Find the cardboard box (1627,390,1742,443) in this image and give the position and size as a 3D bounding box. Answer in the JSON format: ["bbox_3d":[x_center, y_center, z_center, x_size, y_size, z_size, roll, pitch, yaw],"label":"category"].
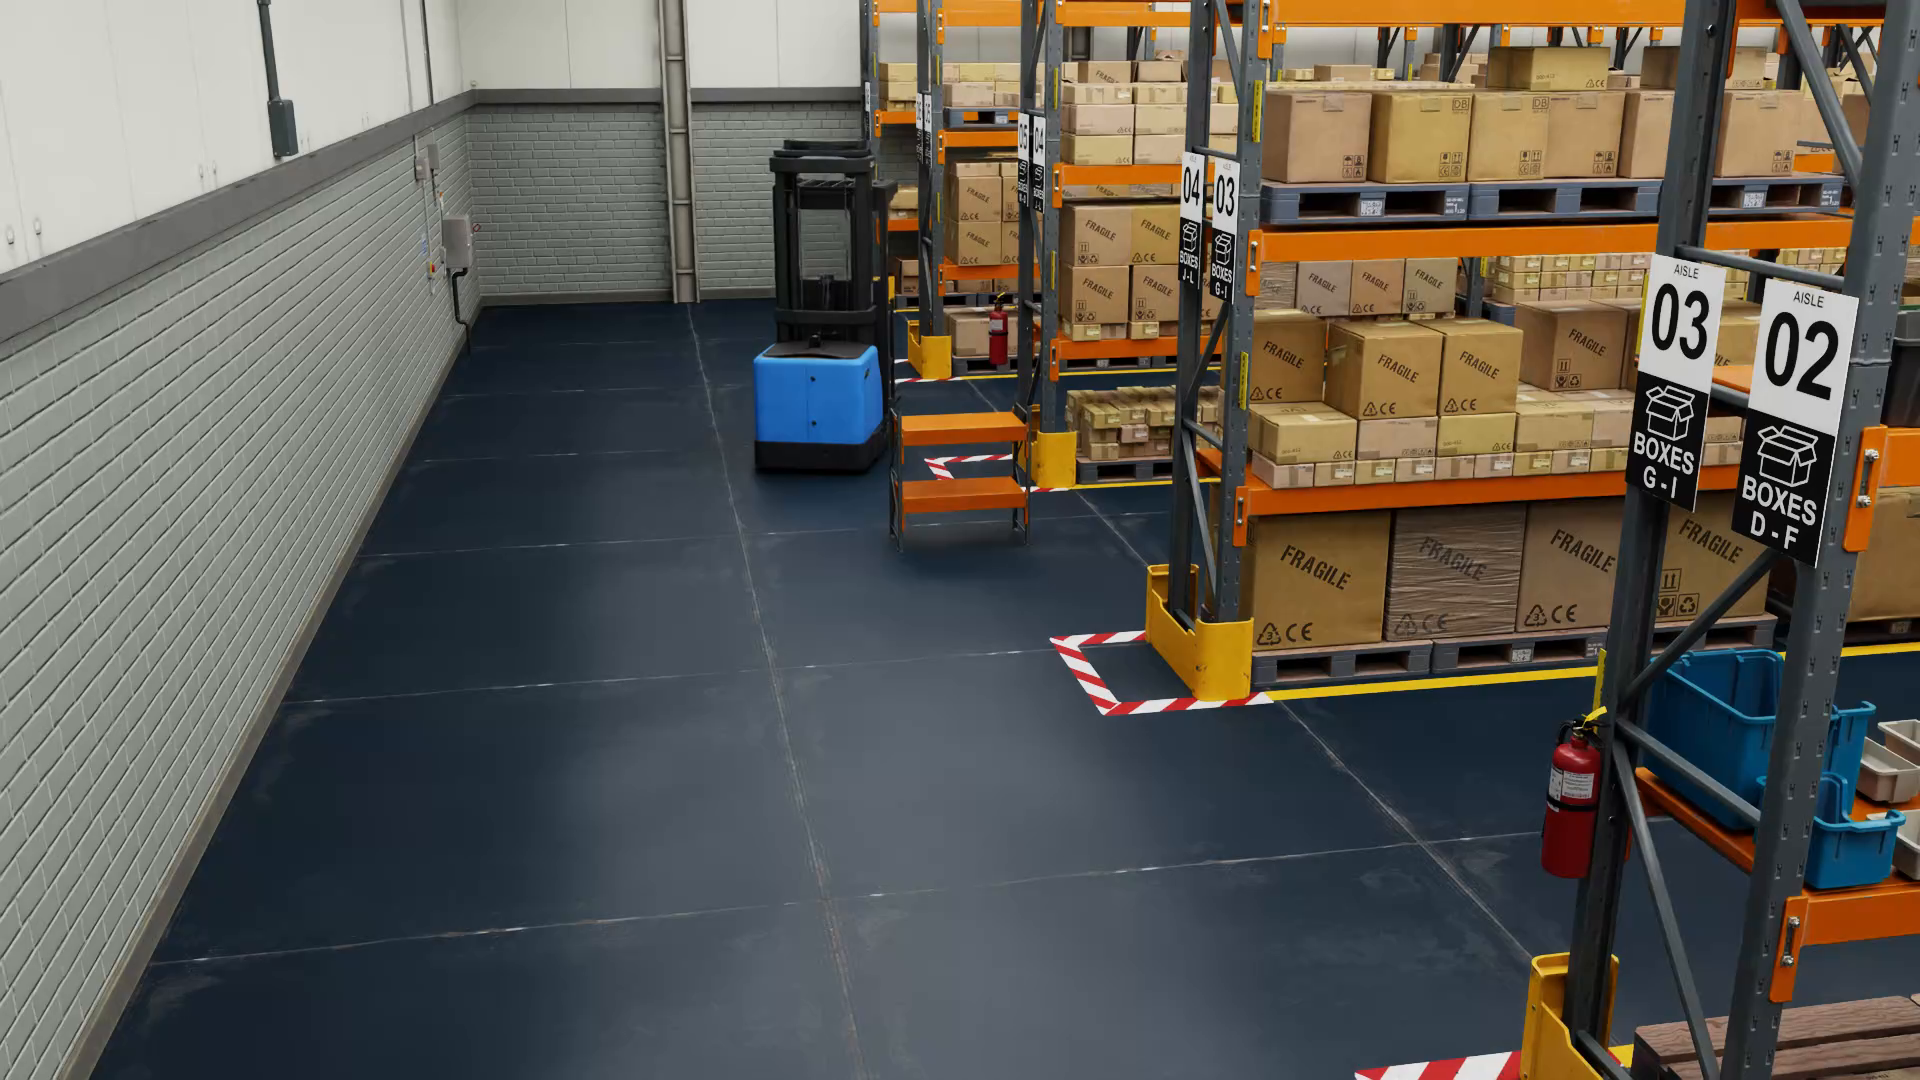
[{"bbox_3d":[4.569,-0.790,10.523,0.500,0.250,0.500,-3,17,-9],"label":"cardboard box"}]

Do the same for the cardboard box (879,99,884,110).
[{"bbox_3d":[-1.022,-6.312,24.073,0.250,0.149,0.380,-3,17,-9],"label":"cardboard box"}]

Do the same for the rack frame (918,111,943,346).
[{"bbox_3d":[-0.347,-3.483,19.543,0.127,3.000,1.000,-3,17,-10],"label":"rack frame"}]

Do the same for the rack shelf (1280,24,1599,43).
[{"bbox_3d":[5.544,-6.150,19.915,4.000,0.370,1.077,-3,17,-10],"label":"rack shelf"}]

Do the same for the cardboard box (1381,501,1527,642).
[{"bbox_3d":[3.039,0.079,10.848,0.875,0.875,0.875,-3,17,-10],"label":"cardboard box"}]

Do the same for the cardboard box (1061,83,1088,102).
[{"bbox_3d":[0.962,-3.957,14.701,0.250,0.149,0.380,-3,17,-11],"label":"cardboard box"}]

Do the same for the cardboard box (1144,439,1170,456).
[{"bbox_3d":[1.750,-0.891,15.243,0.250,0.149,0.380,-3,17,-10],"label":"cardboard box"}]

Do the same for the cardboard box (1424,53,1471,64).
[{"bbox_3d":[7.320,-7.060,25.023,0.500,0.500,0.500,-3,17,-10],"label":"cardboard box"}]

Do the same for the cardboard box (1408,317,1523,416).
[{"bbox_3d":[3.054,-1.063,10.134,0.500,0.500,0.500,-4,17,-12],"label":"cardboard box"}]

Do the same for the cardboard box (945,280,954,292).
[{"bbox_3d":[-0.249,-3.771,24.620,0.250,0.149,0.380,-4,18,-13],"label":"cardboard box"}]

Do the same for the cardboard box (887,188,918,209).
[{"bbox_3d":[-0.796,-4.932,24.009,0.500,0.250,0.500,-3,17,-10],"label":"cardboard box"}]

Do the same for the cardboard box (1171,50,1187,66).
[{"bbox_3d":[3.176,-7.100,24.541,0.258,0.266,0.396,-3,17,-10],"label":"cardboard box"}]

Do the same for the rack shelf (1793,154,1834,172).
[{"bbox_3d":[6.582,-3.486,15.669,4.000,0.370,1.077,-3,17,-10],"label":"rack shelf"}]

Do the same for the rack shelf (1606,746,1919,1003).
[{"bbox_3d":[4.436,1.034,6.061,4.000,0.370,1.077,-3,17,-10],"label":"rack shelf"}]

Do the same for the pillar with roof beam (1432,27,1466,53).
[{"bbox_3d":[8.488,-7.319,21.813,0.400,9.000,9.100,-3,17,-10],"label":"pillar with roof beam"}]

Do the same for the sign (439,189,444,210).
[{"bbox_3d":[-6.327,-4.143,20.286,0.001,0.242,0.339,-3,17,-10],"label":"sign"}]

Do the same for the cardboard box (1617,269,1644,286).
[{"bbox_3d":[6.119,-2.456,15.407,0.250,0.149,0.380,-3,17,-8],"label":"cardboard box"}]

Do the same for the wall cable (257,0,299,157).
[{"bbox_3d":[-4.673,-5.710,11.098,0.120,5.999,2.277,-3,17,-10],"label":"wall cable"}]

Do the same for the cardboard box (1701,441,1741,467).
[{"bbox_3d":[4.718,-0.589,10.548,0.250,0.149,0.380,-4,17,-11],"label":"cardboard box"}]

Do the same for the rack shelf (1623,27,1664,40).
[{"bbox_3d":[12.453,-8.026,26.023,4.000,0.370,1.077,-3,17,-10],"label":"rack shelf"}]

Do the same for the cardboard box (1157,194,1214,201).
[{"bbox_3d":[2.099,-2.887,15.221,0.500,0.500,0.500,-2,17,-8],"label":"cardboard box"}]

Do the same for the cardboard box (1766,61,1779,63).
[{"bbox_3d":[10.298,-6.006,21.336,0.500,0.250,0.500,-4,17,-12],"label":"cardboard box"}]

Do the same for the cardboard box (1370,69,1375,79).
[{"bbox_3d":[6.003,-6.966,24.843,0.250,0.149,0.380,-4,17,-12],"label":"cardboard box"}]

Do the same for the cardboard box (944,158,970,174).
[{"bbox_3d":[-0.033,-4.397,19.539,0.250,0.149,0.380,-3,17,-10],"label":"cardboard box"}]

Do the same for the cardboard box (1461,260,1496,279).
[{"bbox_3d":[4.972,-2.586,15.830,0.250,0.149,0.380,-3,17,-9],"label":"cardboard box"}]

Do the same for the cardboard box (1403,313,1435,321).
[{"bbox_3d":[4.150,-2.035,15.257,0.250,0.149,0.380,-4,17,-12],"label":"cardboard box"}]

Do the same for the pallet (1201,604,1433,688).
[{"bbox_3d":[2.303,0.640,10.870,1.213,0.211,1.003,-3,17,-10],"label":"pallet"}]

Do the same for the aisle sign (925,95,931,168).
[{"bbox_3d":[-0.363,-4.638,18.876,0.004,0.787,0.394,-3,17,-10],"label":"aisle sign"}]

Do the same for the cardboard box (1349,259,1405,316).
[{"bbox_3d":[3.687,-2.337,15.136,0.500,0.500,0.500,-4,17,-12],"label":"cardboard box"}]

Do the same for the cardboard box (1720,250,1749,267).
[{"bbox_3d":[7.148,-2.657,15.554,0.250,0.149,0.380,-3,17,-10],"label":"cardboard box"}]

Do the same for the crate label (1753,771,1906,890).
[{"bbox_3d":[2.777,0.934,5.345,0.303,0.233,0.416,-3,17,-10],"label":"crate label"}]

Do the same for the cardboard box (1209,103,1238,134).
[{"bbox_3d":[2.182,-3.666,14.435,0.500,0.250,0.500,-3,17,-10],"label":"cardboard box"}]

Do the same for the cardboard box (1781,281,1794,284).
[{"bbox_3d":[7.652,-2.400,15.730,0.250,0.149,0.380,-3,17,-10],"label":"cardboard box"}]

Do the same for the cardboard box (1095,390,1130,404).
[{"bbox_3d":[1.420,-1.284,15.510,0.250,0.149,0.380,-3,17,-9],"label":"cardboard box"}]

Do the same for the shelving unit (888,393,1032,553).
[{"bbox_3d":[-0.007,-0.537,13.145,1.048,1.125,0.538,-3,17,-10],"label":"shelving unit"}]

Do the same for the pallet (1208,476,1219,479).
[{"bbox_3d":[2.765,-0.835,15.671,1.213,0.211,1.003,-3,17,-10],"label":"pallet"}]

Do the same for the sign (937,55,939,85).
[{"bbox_3d":[-0.248,-5.212,18.441,0.005,0.325,0.100,-3,17,-10],"label":"sign"}]

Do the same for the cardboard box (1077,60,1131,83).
[{"bbox_3d":[1.661,-5.282,19.236,0.500,0.500,0.500,-3,17,-9],"label":"cardboard box"}]

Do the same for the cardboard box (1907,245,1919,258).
[{"bbox_3d":[8.988,-3.055,16.277,0.500,0.500,0.700,-3,17,-11],"label":"cardboard box"}]

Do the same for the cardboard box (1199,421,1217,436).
[{"bbox_3d":[2.272,-1.060,15.289,0.250,0.149,0.380,-4,18,-13],"label":"cardboard box"}]

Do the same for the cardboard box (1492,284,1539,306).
[{"bbox_3d":[5.092,-2.254,15.256,0.250,0.149,0.380,-4,18,-13],"label":"cardboard box"}]

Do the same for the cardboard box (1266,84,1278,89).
[{"bbox_3d":[2.583,-3.884,14.464,0.250,0.149,0.380,-3,17,-9],"label":"cardboard box"}]

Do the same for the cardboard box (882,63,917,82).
[{"bbox_3d":[-0.809,-6.609,23.510,0.500,0.250,0.500,-3,17,-11],"label":"cardboard box"}]

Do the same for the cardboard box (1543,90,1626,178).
[{"bbox_3d":[3.634,-2.501,10.183,0.500,0.500,0.700,-2,17,-8],"label":"cardboard box"}]

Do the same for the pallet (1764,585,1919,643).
[{"bbox_3d":[6.203,0.419,11.587,1.213,0.211,1.003,-3,17,-10],"label":"pallet"}]

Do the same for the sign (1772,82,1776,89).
[{"bbox_3d":[5.348,-2.836,10.912,0.005,0.325,0.100,-3,17,-10],"label":"sign"}]

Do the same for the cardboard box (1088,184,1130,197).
[{"bbox_3d":[1.678,-4.043,19.493,0.500,0.500,0.500,-3,17,-10],"label":"cardboard box"}]

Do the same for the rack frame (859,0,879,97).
[{"bbox_3d":[-1.292,-7.782,23.320,0.127,3.000,1.000,-3,17,-10],"label":"rack frame"}]

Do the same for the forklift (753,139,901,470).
[{"bbox_3d":[-1.198,-2.425,16.215,1.130,2.935,3.031,2,17,7],"label":"forklift"}]

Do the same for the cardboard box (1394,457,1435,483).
[{"bbox_3d":[2.703,-0.475,10.176,0.250,0.149,0.380,-4,17,-11],"label":"cardboard box"}]

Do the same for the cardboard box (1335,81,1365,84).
[{"bbox_3d":[3.514,-4.093,15.144,0.250,0.149,0.380,-4,17,-12],"label":"cardboard box"}]

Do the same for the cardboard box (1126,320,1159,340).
[{"bbox_3d":[1.588,-1.891,14.787,0.250,0.149,0.380,-4,17,-12],"label":"cardboard box"}]
